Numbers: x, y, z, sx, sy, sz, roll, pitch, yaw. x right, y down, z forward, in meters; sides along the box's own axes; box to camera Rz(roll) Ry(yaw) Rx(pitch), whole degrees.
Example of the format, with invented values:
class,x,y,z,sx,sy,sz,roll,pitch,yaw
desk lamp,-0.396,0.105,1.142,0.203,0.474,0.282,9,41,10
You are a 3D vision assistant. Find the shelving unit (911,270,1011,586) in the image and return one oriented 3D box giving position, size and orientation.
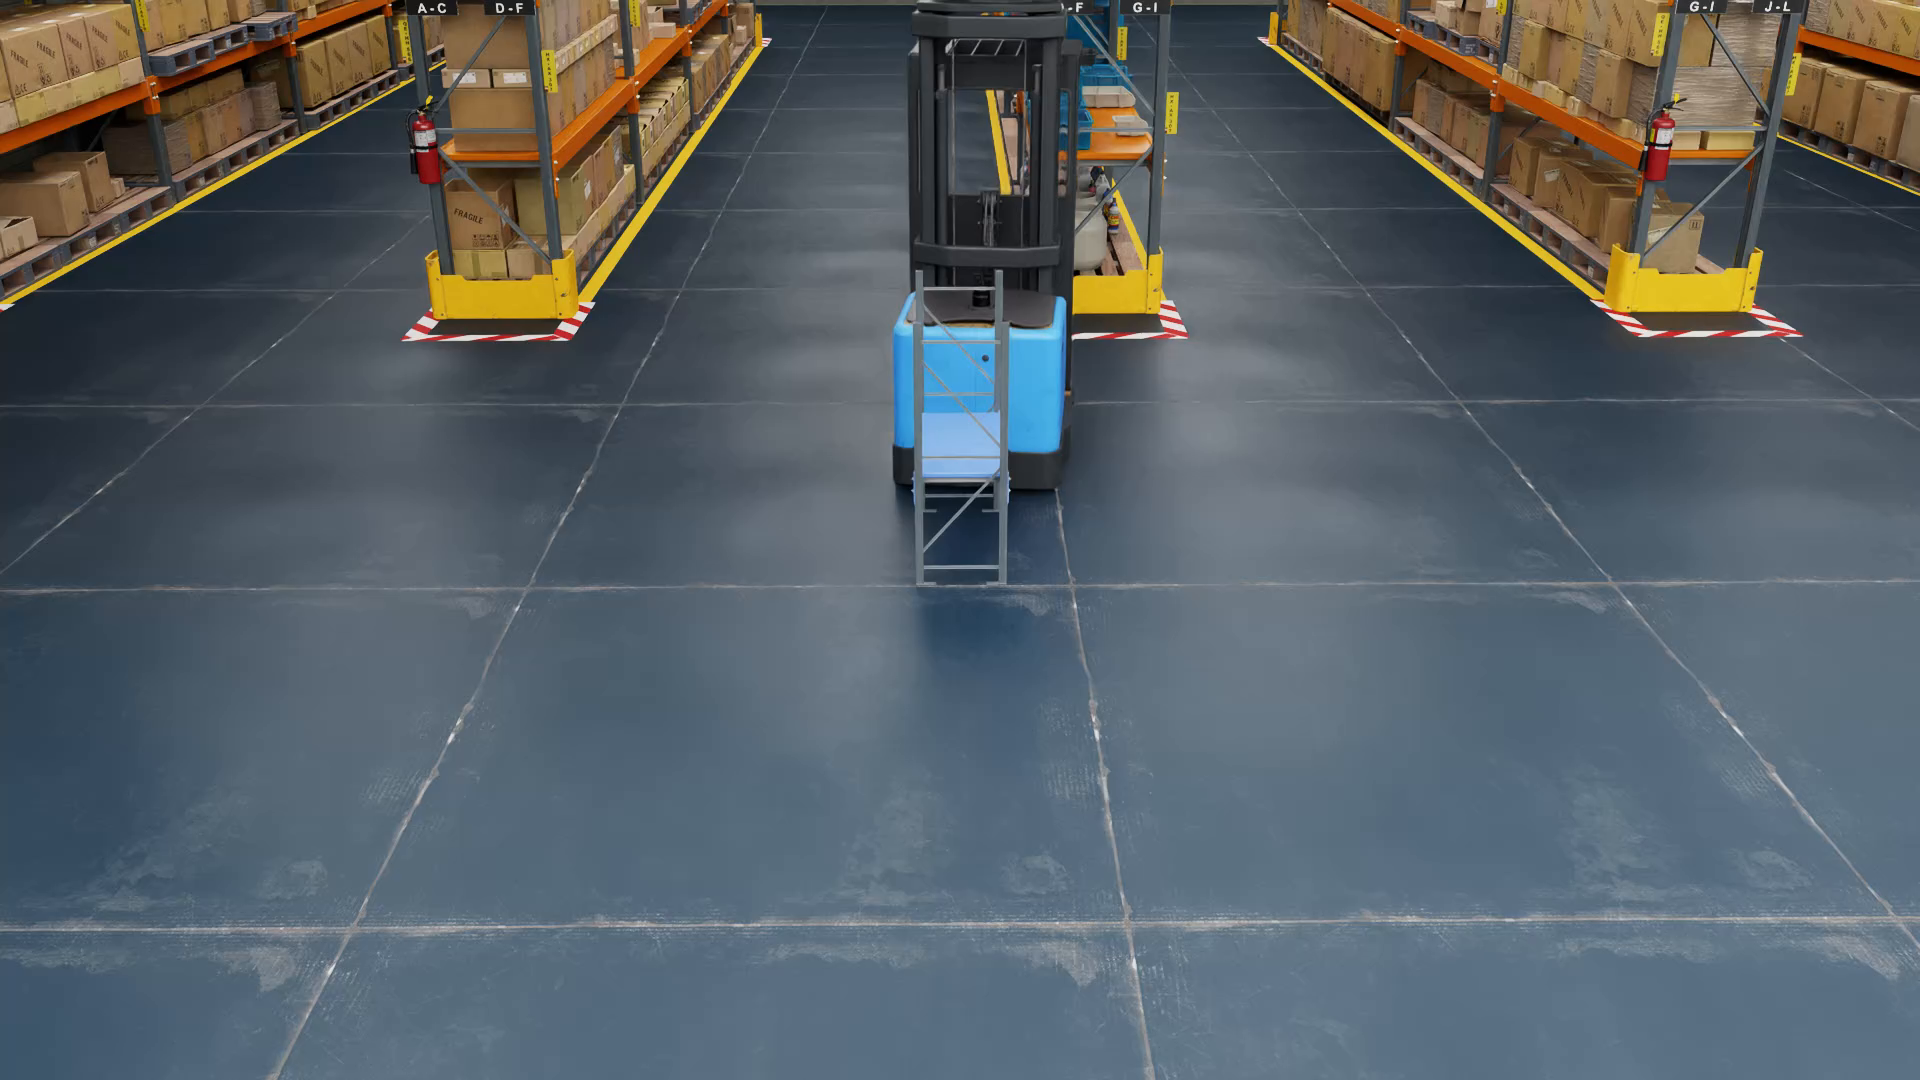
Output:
class,x,y,z,sx,sy,sz,roll,pitch,yaw
shelving unit,0.001,-0.648,9.363,0.538,1.500,1.048,0,24,-1

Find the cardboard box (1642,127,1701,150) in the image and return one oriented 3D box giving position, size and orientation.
class,x,y,z,sx,sy,sz,roll,pitch,yaw
cardboard box,5.890,-3.327,13.771,0.380,0.149,0.250,0,24,-1

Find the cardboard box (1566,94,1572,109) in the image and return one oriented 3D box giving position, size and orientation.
class,x,y,z,sx,sy,sz,roll,pitch,yaw
cardboard box,5.836,-4.048,15.365,0.380,0.149,0.250,0,24,-1

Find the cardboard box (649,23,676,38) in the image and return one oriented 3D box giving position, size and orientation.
class,x,y,z,sx,sy,sz,roll,pitch,yaw
cardboard box,-3.607,-6.094,19.890,0.380,0.149,0.250,0,24,-1

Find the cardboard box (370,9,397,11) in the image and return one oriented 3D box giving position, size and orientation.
class,x,y,z,sx,sy,sz,roll,pitch,yaw
cardboard box,-9.006,-8.228,26.040,0.380,0.149,0.250,0,24,0

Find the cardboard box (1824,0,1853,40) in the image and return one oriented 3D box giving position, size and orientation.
class,x,y,z,sx,sy,sz,roll,pitch,yaw
cardboard box,10.717,-6.252,19.812,0.500,0.500,0.500,0,24,-1

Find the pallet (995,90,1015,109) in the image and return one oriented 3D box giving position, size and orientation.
class,x,y,z,sx,sy,sz,roll,pitch,yaw
pallet,0.999,-6.155,23.102,1.003,0.211,1.213,0,24,-1

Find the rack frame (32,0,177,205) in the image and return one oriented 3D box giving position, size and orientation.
class,x,y,z,sx,sy,sz,roll,pitch,yaw
rack frame,-8.803,-4.906,16.958,1.000,3.000,0.127,0,24,-1

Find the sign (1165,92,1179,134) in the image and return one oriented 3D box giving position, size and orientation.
class,x,y,z,sx,sy,sz,roll,pitch,yaw
sign,1.697,-3.429,13.356,0.100,0.325,0.005,0,24,-1

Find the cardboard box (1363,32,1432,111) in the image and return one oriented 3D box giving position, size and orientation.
class,x,y,z,sx,sy,sz,roll,pitch,yaw
cardboard box,6.026,-6.129,21.730,1.225,0.875,0.875,-1,24,-3

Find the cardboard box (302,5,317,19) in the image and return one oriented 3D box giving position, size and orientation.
class,x,y,z,sx,sy,sz,roll,pitch,yaw
cardboard box,-8.531,-6.800,21.425,0.380,0.149,0.250,0,24,1

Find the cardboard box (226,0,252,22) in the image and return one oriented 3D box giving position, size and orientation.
class,x,y,z,sx,sy,sz,roll,pitch,yaw
cardboard box,-8.798,-6.377,19.554,0.700,0.500,0.500,-3,24,-6

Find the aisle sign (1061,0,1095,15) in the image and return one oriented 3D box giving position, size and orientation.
class,x,y,z,sx,sy,sz,roll,pitch,yaw
aisle sign,0.851,-4.456,12.808,0.394,0.787,0.004,0,24,-1

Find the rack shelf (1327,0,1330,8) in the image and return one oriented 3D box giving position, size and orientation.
class,x,y,z,sx,sy,sz,roll,pitch,yaw
rack shelf,5.947,-8.766,26.365,1.077,0.370,4.000,0,24,-1

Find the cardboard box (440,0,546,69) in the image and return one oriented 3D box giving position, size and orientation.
class,x,y,z,sx,sy,sz,roll,pitch,yaw
cardboard box,-3.799,-4.133,13.552,0.700,0.500,0.500,0,24,0

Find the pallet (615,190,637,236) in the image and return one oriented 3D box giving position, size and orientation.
class,x,y,z,sx,sy,sz,roll,pitch,yaw
pallet,-3.883,-3.332,16.860,1.003,0.211,1.213,0,24,-1

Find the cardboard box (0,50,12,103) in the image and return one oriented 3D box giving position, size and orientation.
class,x,y,z,sx,sy,sz,roll,pitch,yaw
cardboard box,-8.459,-3.942,14.074,0.500,0.500,0.500,0,24,0

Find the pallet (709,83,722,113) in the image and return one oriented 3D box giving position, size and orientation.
class,x,y,z,sx,sy,sz,roll,pitch,yaw
pallet,-3.874,-6.117,23.019,1.003,0.211,1.213,0,24,-1

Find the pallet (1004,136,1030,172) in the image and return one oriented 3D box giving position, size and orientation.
class,x,y,z,sx,sy,sz,roll,pitch,yaw
pallet,1.040,-4.508,19.460,1.003,0.211,1.213,0,24,-1

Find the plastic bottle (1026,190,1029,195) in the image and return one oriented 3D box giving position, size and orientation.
class,x,y,z,sx,sy,sz,roll,pitch,yaw
plastic bottle,0.706,-3.280,16.043,0.144,0.351,0.185,1,24,2

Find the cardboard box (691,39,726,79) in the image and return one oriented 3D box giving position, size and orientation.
class,x,y,z,sx,sy,sz,roll,pitch,yaw
cardboard box,-3.648,-6.882,23.826,0.500,0.500,0.500,0,24,0

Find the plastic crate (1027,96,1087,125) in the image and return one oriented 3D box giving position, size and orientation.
class,x,y,z,sx,sy,sz,roll,pitch,yaw
plastic crate,0.841,-3.707,14.487,0.499,0.251,0.408,0,24,-1

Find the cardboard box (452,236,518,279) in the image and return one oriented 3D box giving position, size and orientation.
class,x,y,z,sx,sy,sz,roll,pitch,yaw
cardboard box,-4.107,-2.440,14.332,0.500,0.250,0.500,0,24,-1

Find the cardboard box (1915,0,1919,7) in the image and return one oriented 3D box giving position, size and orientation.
class,x,y,z,sx,sy,sz,roll,pitch,yaw
cardboard box,10.993,-6.080,18.217,0.700,0.500,0.500,0,24,0

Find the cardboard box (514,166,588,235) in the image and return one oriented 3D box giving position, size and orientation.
class,x,y,z,sx,sy,sz,roll,pitch,yaw
cardboard box,-3.597,-2.990,14.638,0.500,0.500,0.500,0,24,-1

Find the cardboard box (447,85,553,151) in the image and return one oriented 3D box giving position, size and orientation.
class,x,y,z,sx,sy,sz,roll,pitch,yaw
cardboard box,-3.798,-3.520,13.771,0.700,0.500,0.500,0,24,-1

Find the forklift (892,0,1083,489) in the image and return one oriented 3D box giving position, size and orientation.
class,x,y,z,sx,sy,sz,roll,pitch,yaw
forklift,0.234,-2.218,11.098,1.130,2.935,3.031,2,24,5

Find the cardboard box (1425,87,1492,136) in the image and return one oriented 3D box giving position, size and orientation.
class,x,y,z,sx,sy,sz,roll,pitch,yaw
cardboard box,6.059,-5.178,20.059,0.700,0.500,0.500,-2,24,-5

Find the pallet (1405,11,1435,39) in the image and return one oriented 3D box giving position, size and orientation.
class,x,y,z,sx,sy,sz,roll,pitch,yaw
pallet,6.127,-6.241,20.141,1.213,0.211,1.003,0,24,-1

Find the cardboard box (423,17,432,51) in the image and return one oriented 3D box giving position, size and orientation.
class,x,y,z,sx,sy,sz,roll,pitch,yaw
cardboard box,-8.801,-7.982,26.283,0.700,0.500,0.500,0,24,1

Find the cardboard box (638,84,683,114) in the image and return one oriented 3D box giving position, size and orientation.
class,x,y,z,sx,sy,sz,roll,pitch,yaw
cardboard box,-3.629,-5.343,20.071,0.500,0.311,0.500,-1,24,-1

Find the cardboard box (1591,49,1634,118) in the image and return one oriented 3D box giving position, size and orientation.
class,x,y,z,sx,sy,sz,roll,pitch,yaw
cardboard box,5.996,-3.938,14.335,0.875,0.500,0.500,0,24,-1

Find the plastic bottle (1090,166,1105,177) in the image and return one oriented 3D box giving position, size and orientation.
class,x,y,z,sx,sy,sz,roll,pitch,yaw
plastic bottle,1.399,-3.680,16.928,0.144,0.351,0.185,-1,24,-2

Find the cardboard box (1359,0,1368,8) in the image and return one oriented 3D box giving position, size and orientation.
class,x,y,z,sx,sy,sz,roll,pitch,yaw
cardboard box,5.746,-7.498,22.567,0.500,0.500,0.500,0,24,0

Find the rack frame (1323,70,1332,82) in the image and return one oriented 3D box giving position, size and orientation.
class,x,y,z,sx,sy,sz,roll,pitch,yaw
rack frame,5.969,-8.270,24.394,1.000,3.000,0.127,0,24,-1

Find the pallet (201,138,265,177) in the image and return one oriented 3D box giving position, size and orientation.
class,x,y,z,sx,sy,sz,roll,pitch,yaw
pallet,-8.829,-4.460,19.356,1.003,0.211,1.213,0,24,-1

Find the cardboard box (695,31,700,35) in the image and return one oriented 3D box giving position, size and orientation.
class,x,y,z,sx,sy,sz,roll,pitch,yaw
cardboard box,-4.227,-7.522,25.240,0.500,0.500,0.500,0,24,-1

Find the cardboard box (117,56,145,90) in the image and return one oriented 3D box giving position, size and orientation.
class,x,y,z,sx,sy,sz,roll,pitch,yaw
cardboard box,-8.495,-4.653,16.556,0.500,0.250,0.500,0,24,0

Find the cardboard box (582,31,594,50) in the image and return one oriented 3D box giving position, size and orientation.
class,x,y,z,sx,sy,sz,roll,pitch,yaw
cardboard box,-3.620,-4.637,15.454,0.380,0.149,0.250,0,24,1

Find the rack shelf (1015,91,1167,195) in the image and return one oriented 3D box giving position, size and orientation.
class,x,y,z,sx,sy,sz,roll,pitch,yaw
rack shelf,1.125,-3.799,15.382,1.077,0.370,4.000,0,24,-1

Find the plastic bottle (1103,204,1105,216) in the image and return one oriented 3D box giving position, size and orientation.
class,x,y,z,sx,sy,sz,roll,pitch,yaw
plastic bottle,1.433,-3.200,16.047,0.097,0.201,0.097,0,24,0

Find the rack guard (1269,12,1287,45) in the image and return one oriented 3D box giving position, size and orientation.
class,x,y,z,sx,sy,sz,roll,pitch,yaw
rack guard,5.925,-8.789,28.576,1.175,0.500,0.348,0,24,-1

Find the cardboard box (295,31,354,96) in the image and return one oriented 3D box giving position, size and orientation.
class,x,y,z,sx,sy,sz,roll,pitch,yaw
cardboard box,-8.726,-6.431,22.428,0.750,0.750,0.750,0,24,-1

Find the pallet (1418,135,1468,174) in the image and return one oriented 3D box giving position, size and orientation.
class,x,y,z,sx,sy,sz,roll,pitch,yaw
pallet,6.030,-4.527,19.504,1.003,0.211,1.213,0,24,-1

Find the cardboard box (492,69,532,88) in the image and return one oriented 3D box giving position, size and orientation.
class,x,y,z,sx,sy,sz,roll,pitch,yaw
cardboard box,-3.595,-3.786,13.571,0.380,0.149,0.250,0,24,-1

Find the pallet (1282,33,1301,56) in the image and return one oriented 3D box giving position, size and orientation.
class,x,y,z,sx,sy,sz,roll,pitch,yaw
pallet,6.012,-8.318,27.886,1.003,0.211,1.213,0,24,-1

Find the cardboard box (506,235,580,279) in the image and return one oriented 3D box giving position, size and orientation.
class,x,y,z,sx,sy,sz,roll,pitch,yaw
cardboard box,-3.589,-2.442,14.337,0.500,0.250,0.500,0,24,-1

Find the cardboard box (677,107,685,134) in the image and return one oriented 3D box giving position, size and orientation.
class,x,y,z,sx,sy,sz,roll,pitch,yaw
cardboard box,-3.634,-5.089,20.188,0.500,0.250,0.500,-1,24,-1

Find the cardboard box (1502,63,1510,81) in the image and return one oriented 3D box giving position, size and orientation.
class,x,y,z,sx,sy,sz,roll,pitch,yaw
cardboard box,5.758,-4.769,16.958,0.380,0.149,0.250,0,24,-1

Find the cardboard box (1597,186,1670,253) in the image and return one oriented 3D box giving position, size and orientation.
class,x,y,z,sx,sy,sz,roll,pitch,yaw
cardboard box,6.069,-2.881,15.003,0.500,0.500,0.500,6,25,13

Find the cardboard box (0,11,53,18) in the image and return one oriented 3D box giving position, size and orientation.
class,x,y,z,sx,sy,sz,roll,pitch,yaw
cardboard box,-9.005,-4.781,15.928,0.500,0.500,0.500,0,24,-1

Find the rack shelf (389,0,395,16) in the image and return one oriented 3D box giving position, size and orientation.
class,x,y,z,sx,sy,sz,roll,pitch,yaw
rack shelf,-8.912,-8.699,26.217,1.077,0.370,4.000,0,24,-1

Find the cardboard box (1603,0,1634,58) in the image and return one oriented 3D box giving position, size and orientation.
class,x,y,z,sx,sy,sz,roll,pitch,yaw
cardboard box,5.836,-4.393,14.127,0.500,0.500,0.500,0,24,-1

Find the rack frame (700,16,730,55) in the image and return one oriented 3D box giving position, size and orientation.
class,x,y,z,sx,sy,sz,roll,pitch,yaw
rack frame,-3.937,-8.227,24.299,1.000,3.000,0.127,0,24,-1

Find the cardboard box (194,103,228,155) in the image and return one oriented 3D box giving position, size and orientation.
class,x,y,z,sx,sy,sz,roll,pitch,yaw
cardboard box,-8.848,-4.694,18.988,0.700,0.500,0.500,0,24,0
